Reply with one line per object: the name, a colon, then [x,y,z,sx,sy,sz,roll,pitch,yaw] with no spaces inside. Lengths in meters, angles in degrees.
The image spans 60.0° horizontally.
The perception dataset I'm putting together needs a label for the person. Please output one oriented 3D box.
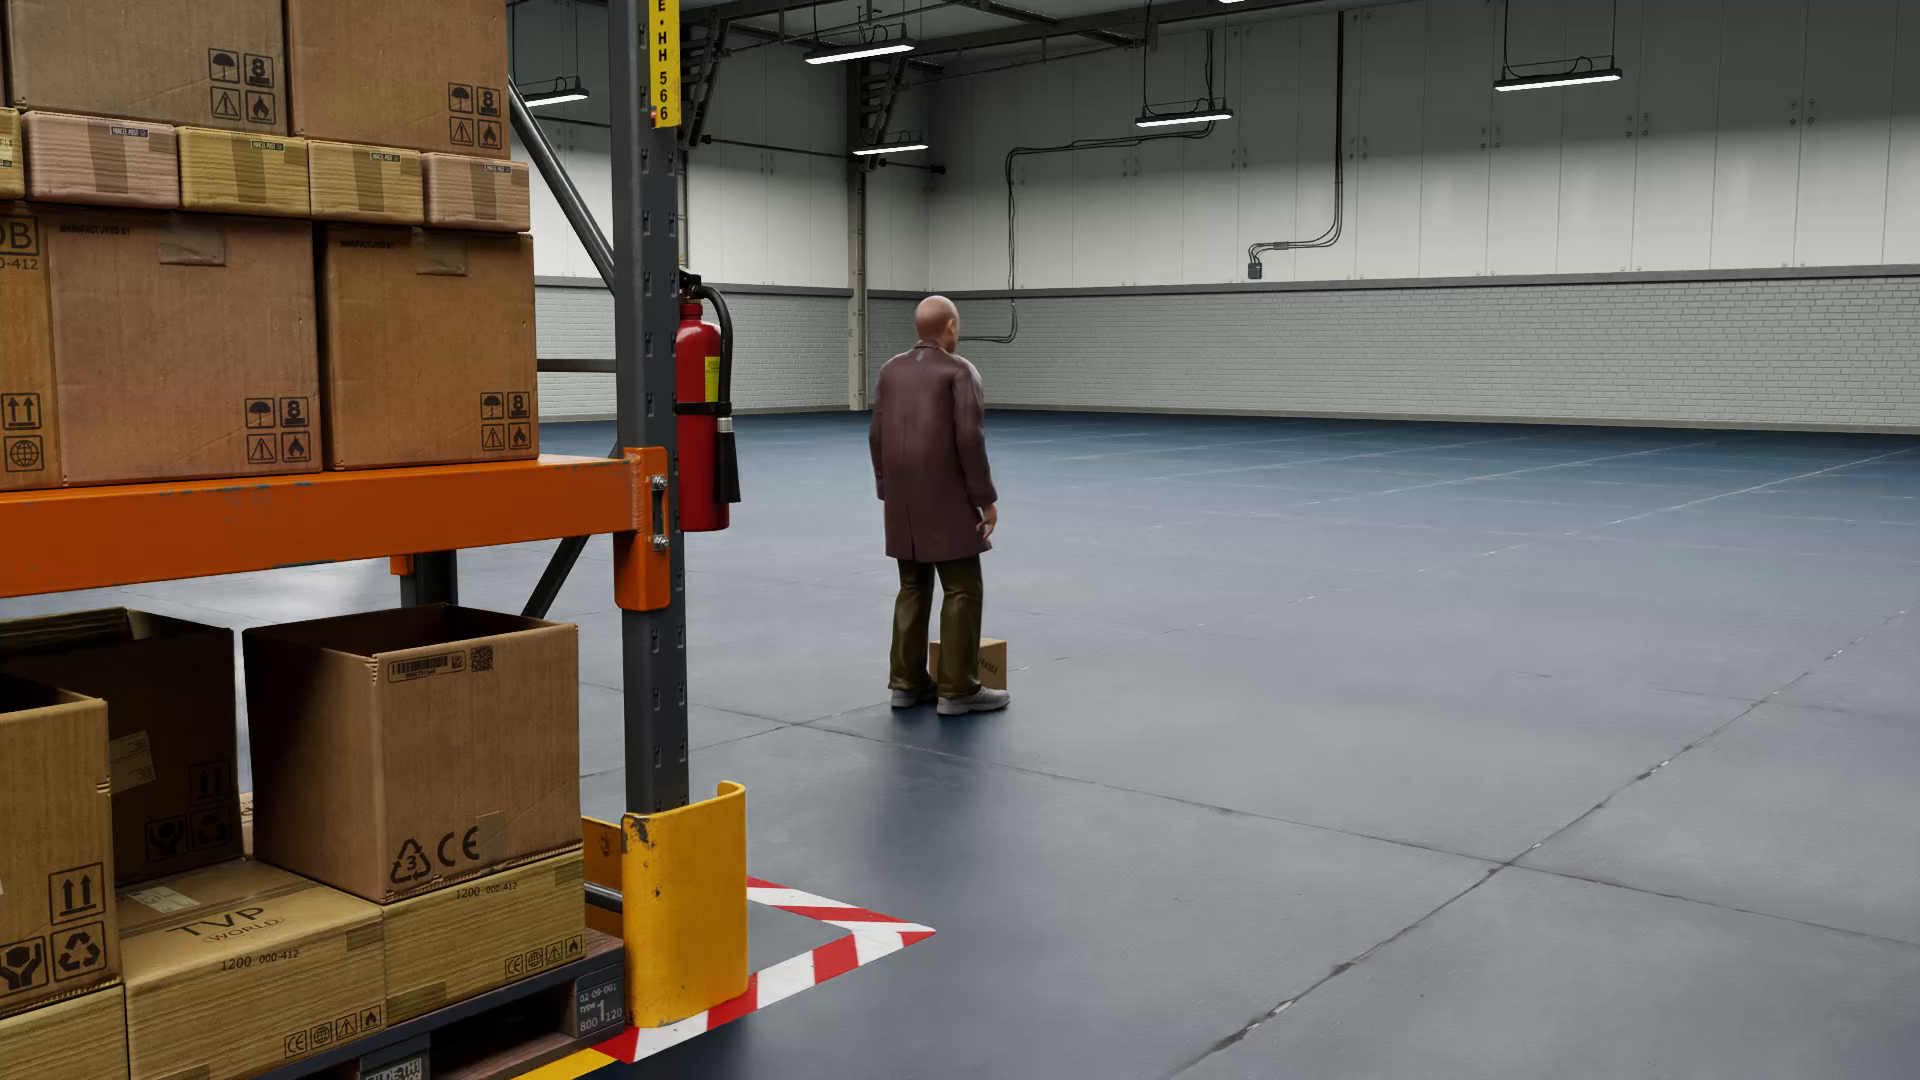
person: [-0.111,-0.158,7.166,0.642,1.774,0.421,5,8,38]
